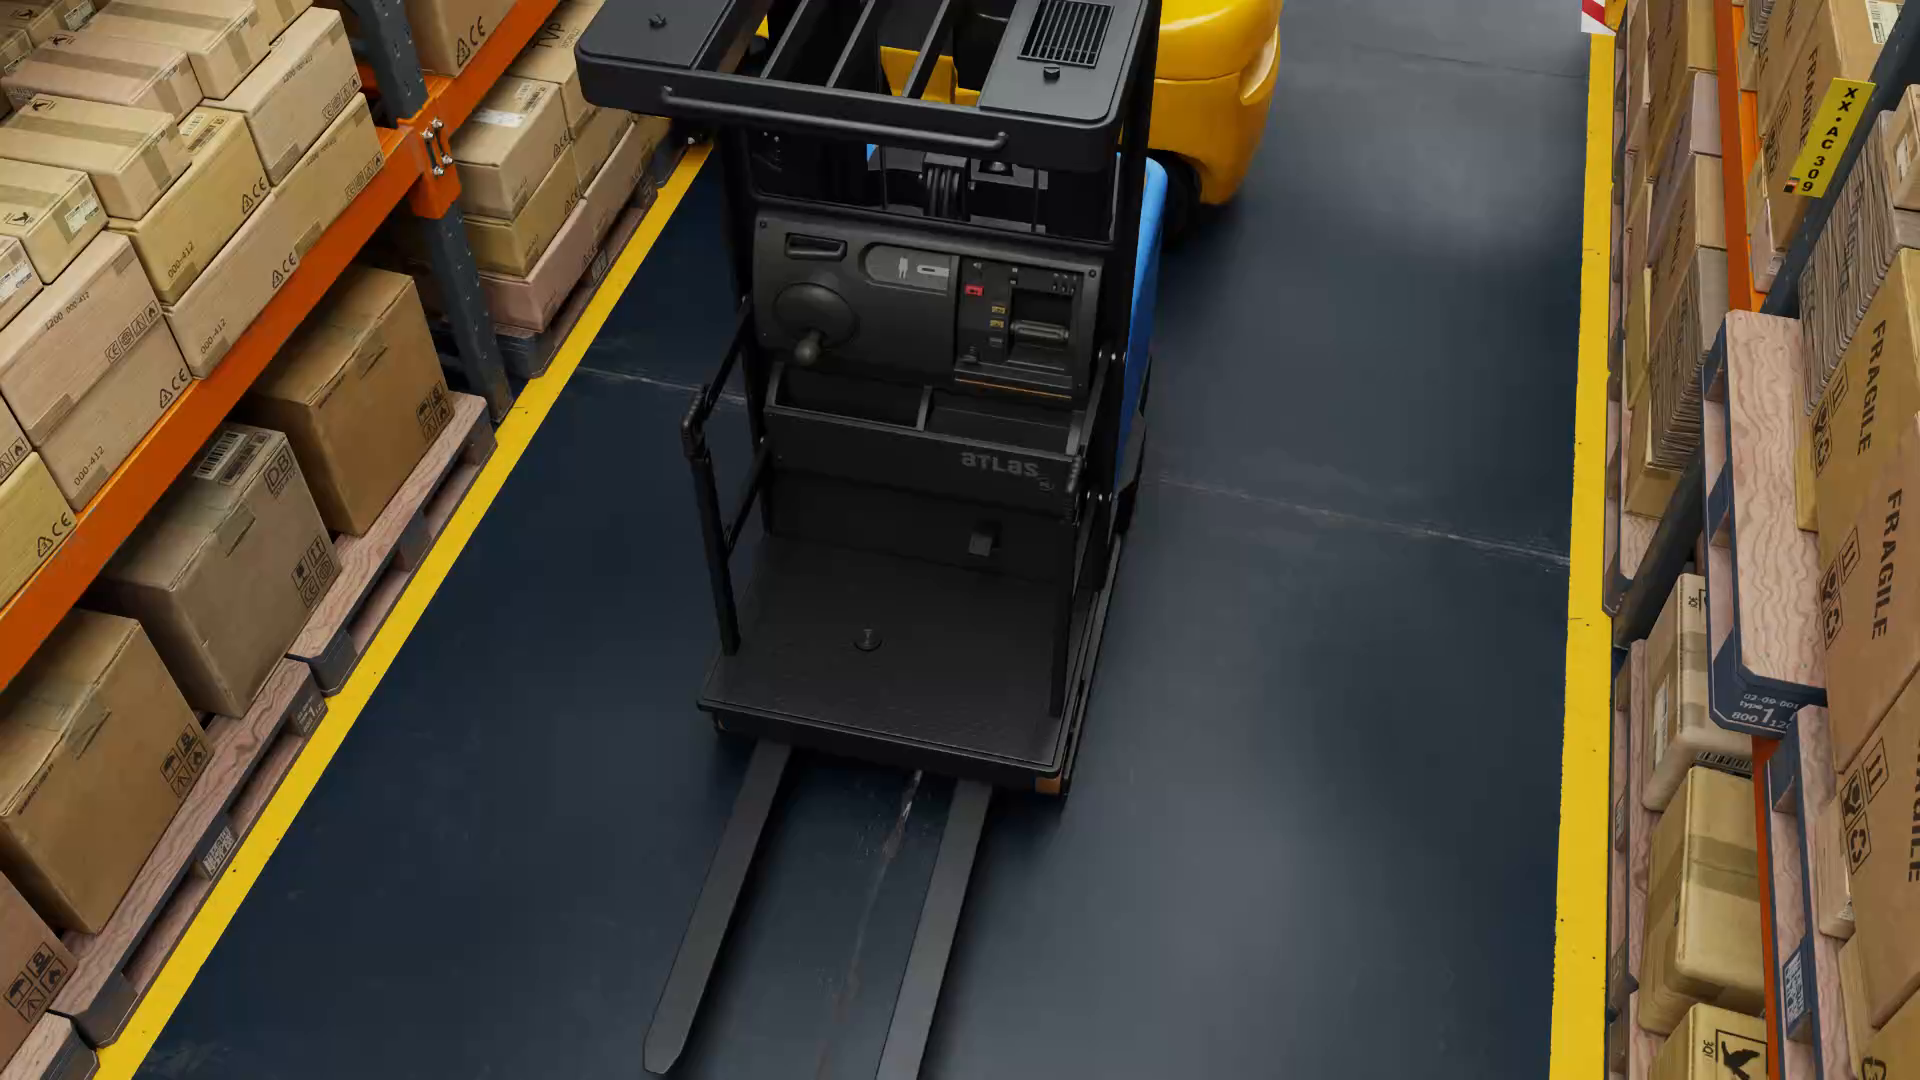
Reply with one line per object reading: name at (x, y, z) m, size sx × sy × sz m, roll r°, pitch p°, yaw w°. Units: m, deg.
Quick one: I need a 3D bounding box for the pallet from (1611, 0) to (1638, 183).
pallet at (3.416, -1.917, 7.301) m, size 1.003 × 0.211 × 1.213 m, roll 12°, pitch 50°, yaw 10°

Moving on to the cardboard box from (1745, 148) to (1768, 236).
cardboard box at (2.481, -0.973, 4.776) m, size 0.380 × 0.149 × 0.250 m, roll 13°, pitch 50°, yaw 11°

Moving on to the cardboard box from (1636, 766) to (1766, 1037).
cardboard box at (2.309, 1.049, 4.296) m, size 0.950 × 0.372 × 0.625 m, roll 14°, pitch 50°, yaw 12°

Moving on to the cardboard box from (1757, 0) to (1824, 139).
cardboard box at (2.637, -1.458, 4.771) m, size 0.500 × 0.500 × 0.500 m, roll 13°, pitch 50°, yaw 11°

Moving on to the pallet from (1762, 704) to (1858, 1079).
pallet at (2.060, 0.935, 3.052) m, size 1.003 × 0.211 × 1.213 m, roll 12°, pitch 50°, yaw 10°

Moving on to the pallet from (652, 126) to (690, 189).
pallet at (-1.590, -2.088, 7.452) m, size 1.003 × 0.211 × 1.213 m, roll 12°, pitch 50°, yaw 10°

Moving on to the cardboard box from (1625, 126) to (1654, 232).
cardboard box at (2.932, -1.411, 6.548) m, size 0.500 × 0.250 × 0.500 m, roll 15°, pitch 50°, yaw 13°

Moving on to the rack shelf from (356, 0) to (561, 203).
rack shelf at (-1.632, -2.767, 6.672) m, size 1.077 × 0.370 × 4.000 m, roll 12°, pitch 50°, yaw 10°

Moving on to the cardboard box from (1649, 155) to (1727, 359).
cardboard box at (2.660, -0.908, 5.605) m, size 0.500 × 0.500 × 0.500 m, roll 12°, pitch 50°, yaw 11°

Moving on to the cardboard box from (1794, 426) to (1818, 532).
cardboard box at (2.107, -0.122, 3.744) m, size 0.380 × 0.149 × 0.250 m, roll 12°, pitch 50°, yaw 11°

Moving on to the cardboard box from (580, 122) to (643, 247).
cardboard box at (-1.593, -1.443, 6.577) m, size 0.500 × 0.250 × 0.500 m, roll 11°, pitch 49°, yaw 9°

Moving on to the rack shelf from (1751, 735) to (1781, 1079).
rack shelf at (2.105, 1.103, 3.256) m, size 1.077 × 0.370 × 4.000 m, roll 12°, pitch 50°, yaw 10°

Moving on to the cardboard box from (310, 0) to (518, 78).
cardboard box at (-1.790, -1.861, 5.325) m, size 0.500 × 0.500 × 0.500 m, roll 10°, pitch 49°, yaw 9°

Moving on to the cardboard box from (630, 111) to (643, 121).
cardboard box at (-1.459, -1.968, 6.707) m, size 0.500 × 0.250 × 0.500 m, roll 11°, pitch 50°, yaw 10°

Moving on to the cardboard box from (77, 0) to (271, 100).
cardboard box at (-2.085, -1.325, 4.420) m, size 0.380 × 0.149 × 0.250 m, roll 11°, pitch 49°, yaw 9°

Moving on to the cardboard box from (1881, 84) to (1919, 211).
cardboard box at (2.166, -0.797, 3.475) m, size 0.380 × 0.149 × 0.250 m, roll 11°, pitch 50°, yaw 10°

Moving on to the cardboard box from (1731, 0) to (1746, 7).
cardboard box at (2.815, -1.899, 5.593) m, size 0.380 × 0.149 × 0.250 m, roll 12°, pitch 50°, yaw 10°

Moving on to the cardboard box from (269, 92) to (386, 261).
cardboard box at (-2.039, -1.093, 4.814) m, size 0.500 × 0.250 × 0.500 m, roll 13°, pitch 50°, yaw 11°

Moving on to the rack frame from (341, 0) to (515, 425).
rack frame at (-2.159, -1.559, 5.125) m, size 1.000 × 3.000 × 0.127 m, roll 12°, pitch 50°, yaw 10°

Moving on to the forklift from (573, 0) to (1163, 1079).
forklift at (-0.146, -0.515, 4.250) m, size 1.121 × 2.935 × 3.031 m, roll 10°, pitch 49°, yaw 9°

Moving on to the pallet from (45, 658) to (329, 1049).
pallet at (-2.634, 0.790, 4.912) m, size 1.003 × 0.211 × 1.213 m, roll 12°, pitch 50°, yaw 10°

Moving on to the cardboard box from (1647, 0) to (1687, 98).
cardboard box at (3.066, -2.027, 6.592) m, size 0.500 × 0.500 × 0.500 m, roll 10°, pitch 49°, yaw 9°

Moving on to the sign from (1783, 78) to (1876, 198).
sign at (2.106, -0.970, 4.028) m, size 0.100 × 0.325 × 0.005 m, roll 12°, pitch 50°, yaw 10°

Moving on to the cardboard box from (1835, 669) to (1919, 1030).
cardboard box at (1.832, 0.521, 2.744) m, size 0.500 × 0.500 × 0.500 m, roll 10°, pitch 49°, yaw 8°

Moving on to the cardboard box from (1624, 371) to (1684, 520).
cardboard box at (2.527, -0.292, 5.561) m, size 0.500 × 0.250 × 0.500 m, roll 14°, pitch 50°, yaw 12°

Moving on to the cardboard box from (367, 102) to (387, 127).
cardboard box at (-2.216, -1.513, 5.972) m, size 0.500 × 0.250 × 0.500 m, roll 12°, pitch 50°, yaw 11°

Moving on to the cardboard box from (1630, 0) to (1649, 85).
cardboard box at (12.828, -0.308, 4.582) m, size 20.716 × 1.739 × 1.673 m, roll 11°, pitch 50°, yaw 10°

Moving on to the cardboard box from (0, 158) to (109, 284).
cardboard box at (-2.271, -0.765, 3.925) m, size 0.380 × 0.149 × 0.250 m, roll 10°, pitch 49°, yaw 9°

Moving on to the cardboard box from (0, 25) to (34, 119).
cardboard box at (-2.646, -1.230, 4.336) m, size 0.380 × 0.149 × 0.250 m, roll 11°, pitch 50°, yaw 10°

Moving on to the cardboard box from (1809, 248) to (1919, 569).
cardboard box at (2.100, -0.208, 3.387) m, size 0.500 × 0.500 × 0.500 m, roll 12°, pitch 50°, yaw 10°

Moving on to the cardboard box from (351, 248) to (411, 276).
cardboard box at (-2.226, -1.179, 6.344) m, size 0.500 × 0.250 × 0.500 m, roll 12°, pitch 50°, yaw 10°

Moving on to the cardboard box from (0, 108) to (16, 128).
cardboard box at (-2.682, -0.997, 4.396) m, size 0.500 × 0.250 × 0.500 m, roll 11°, pitch 50°, yaw 10°

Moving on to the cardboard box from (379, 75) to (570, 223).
cardboard box at (-1.729, -1.407, 5.878) m, size 0.500 × 0.250 × 0.500 m, roll 11°, pitch 49°, yaw 9°

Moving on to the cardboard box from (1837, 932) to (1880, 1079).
cardboard box at (1.769, 0.836, 2.899) m, size 0.380 × 0.149 × 0.250 m, roll 10°, pitch 49°, yaw 9°

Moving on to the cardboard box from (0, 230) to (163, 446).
cardboard box at (-2.310, -0.527, 3.981) m, size 0.500 × 0.250 × 0.500 m, roll 12°, pitch 50°, yaw 11°

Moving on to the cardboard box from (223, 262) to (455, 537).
cardboard box at (-2.285, -0.532, 5.523) m, size 0.875 × 0.625 × 0.625 m, roll 14°, pitch 50°, yaw 12°

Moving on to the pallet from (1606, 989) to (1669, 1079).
pallet at (2.108, 1.789, 4.030) m, size 1.003 × 0.211 × 1.213 m, roll 12°, pitch 50°, yaw 10°
